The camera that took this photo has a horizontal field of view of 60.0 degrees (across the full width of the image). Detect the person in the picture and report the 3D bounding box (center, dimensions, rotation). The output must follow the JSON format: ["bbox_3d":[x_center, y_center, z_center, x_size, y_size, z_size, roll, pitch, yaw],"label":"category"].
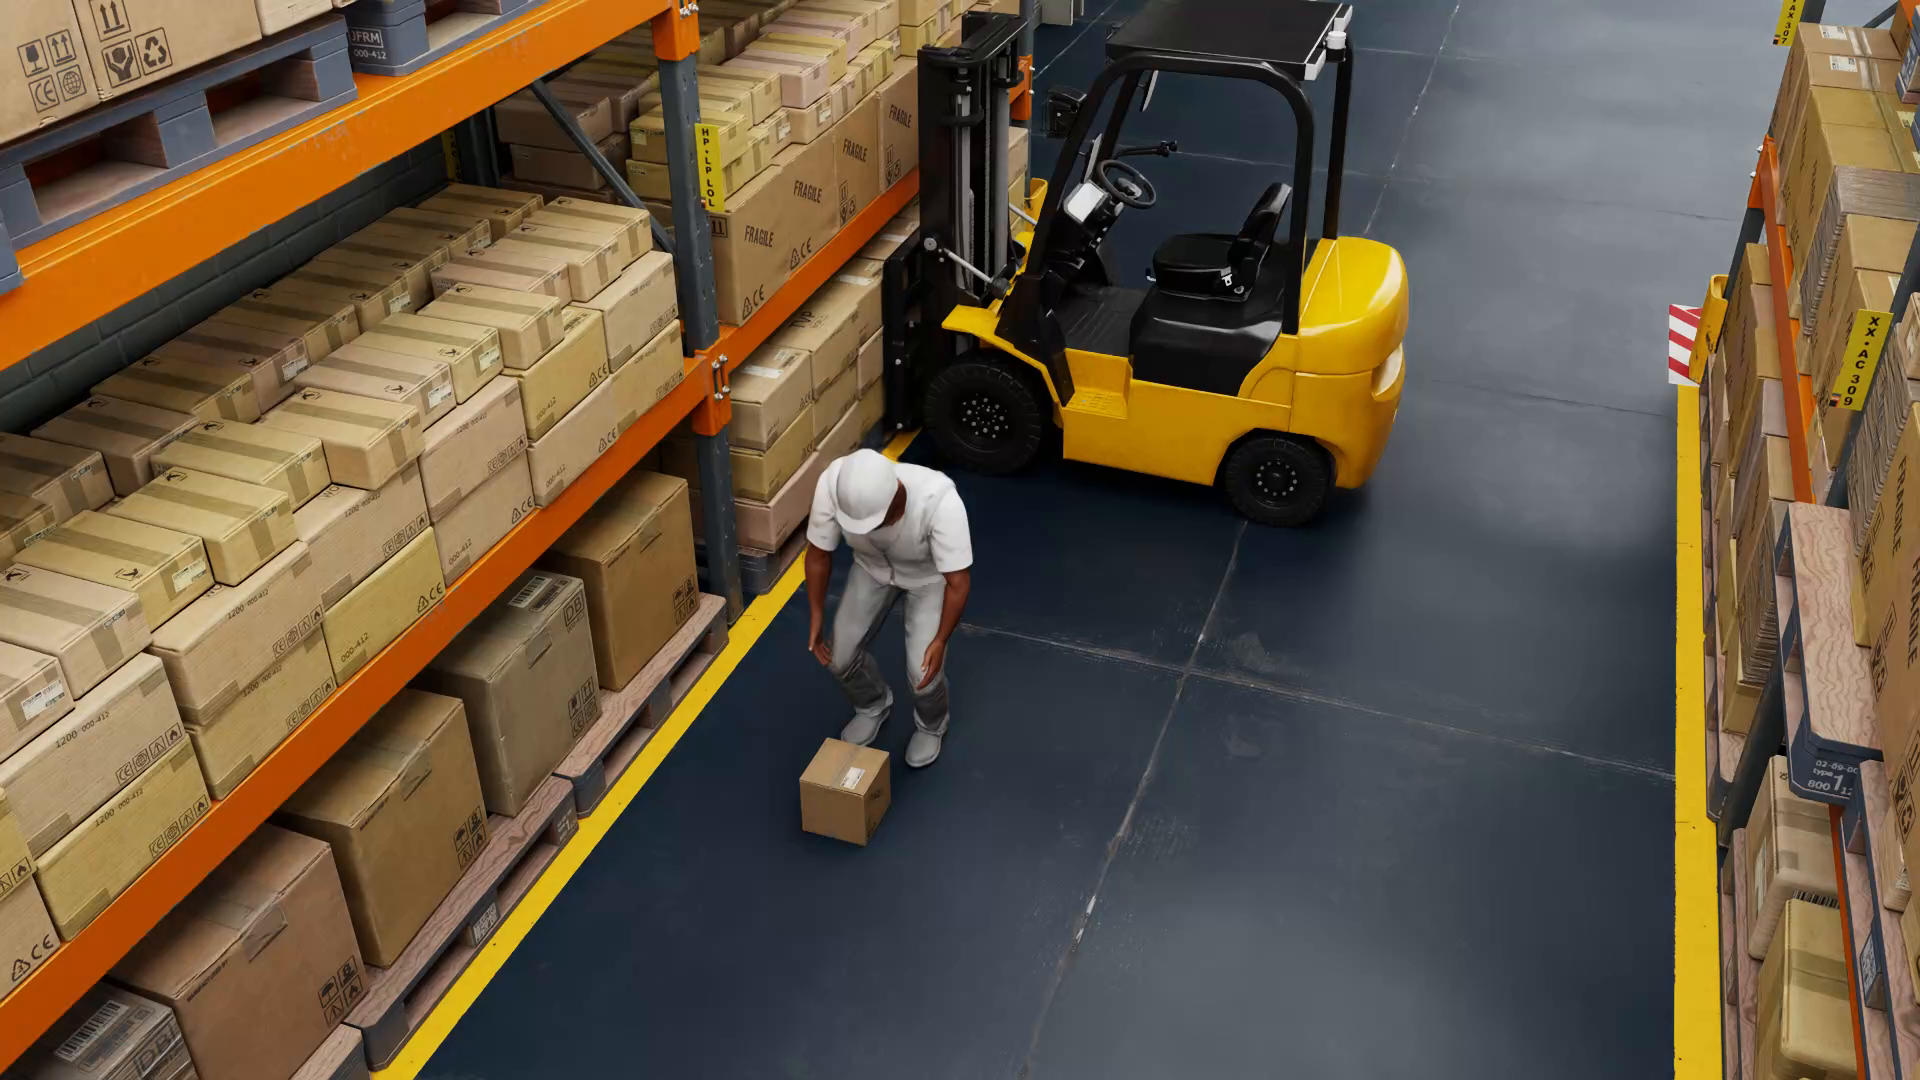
[{"bbox_3d":[-0.258,0.470,6.172,0.570,0.926,0.902,12,35,18],"label":"person"}]
